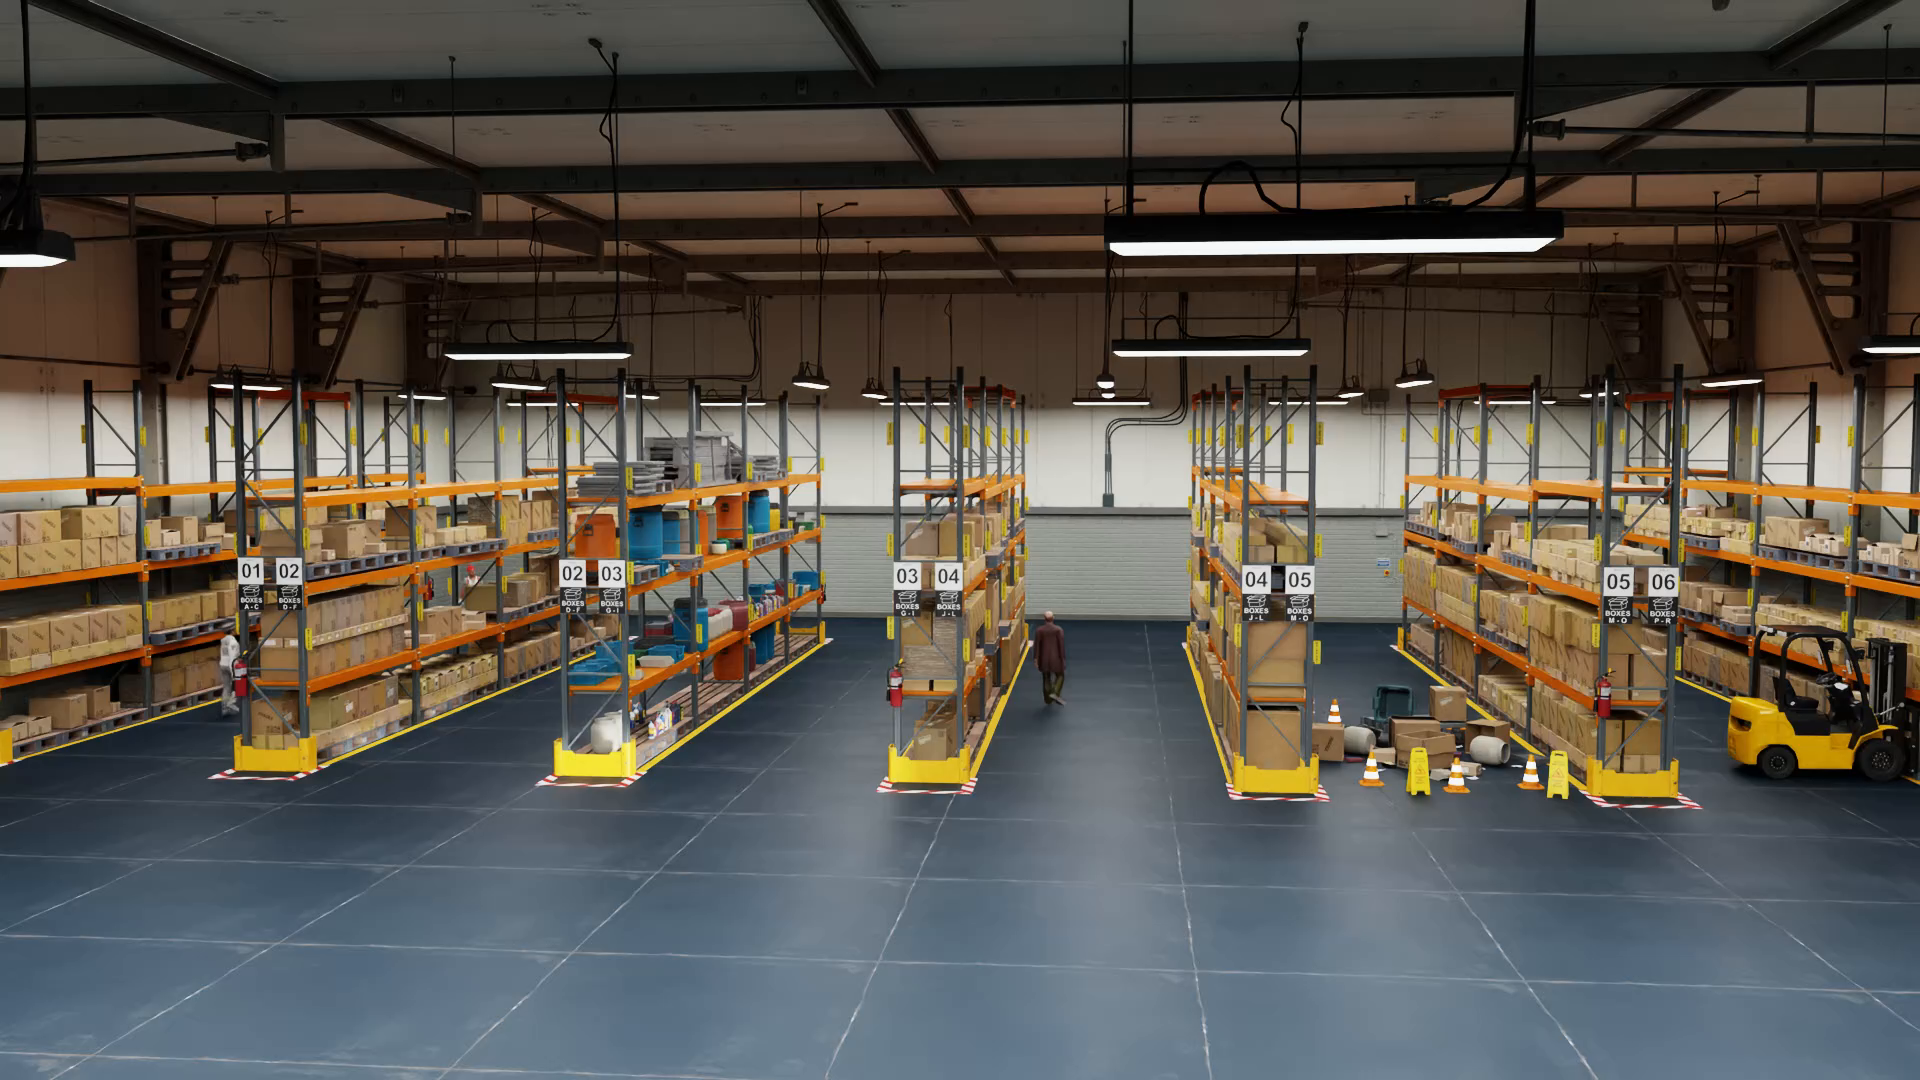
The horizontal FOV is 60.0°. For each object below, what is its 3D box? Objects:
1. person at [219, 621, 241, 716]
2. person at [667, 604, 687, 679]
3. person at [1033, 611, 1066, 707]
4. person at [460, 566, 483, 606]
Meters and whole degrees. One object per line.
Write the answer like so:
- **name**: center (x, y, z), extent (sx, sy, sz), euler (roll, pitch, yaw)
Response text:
- **person**: center (-13.096, 2.305, 29.837), extent (0.519, 1.669, 0.457), euler (1, 4, 19)
- **person**: center (-5.869, 2.067, 34.454), extent (0.456, 1.538, 0.972), euler (0, 4, 5)
- **person**: center (1.660, 2.206, 30.749), extent (0.627, 1.777, 0.587), euler (1, 4, 11)
- **person**: center (-12.178, 1.509, 41.731), extent (0.646, 1.731, 0.973), euler (-2, 4, -33)
